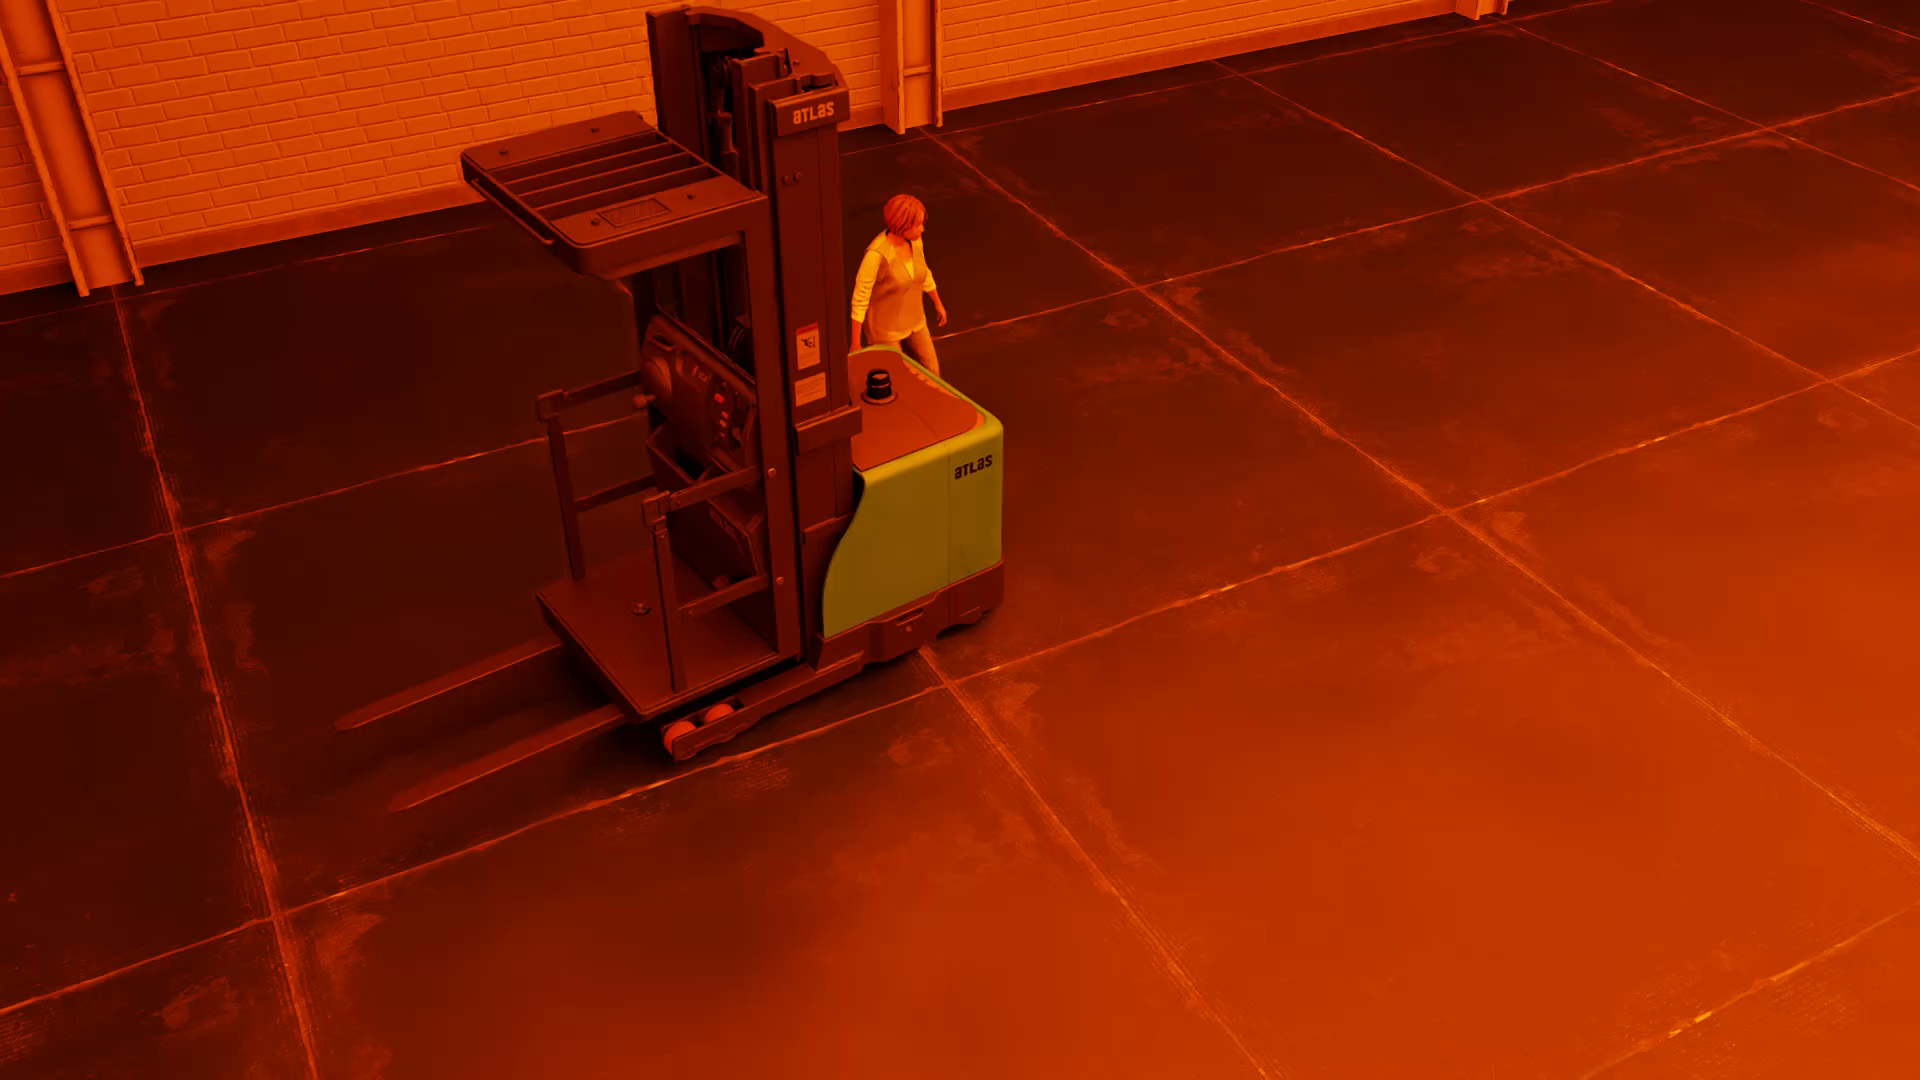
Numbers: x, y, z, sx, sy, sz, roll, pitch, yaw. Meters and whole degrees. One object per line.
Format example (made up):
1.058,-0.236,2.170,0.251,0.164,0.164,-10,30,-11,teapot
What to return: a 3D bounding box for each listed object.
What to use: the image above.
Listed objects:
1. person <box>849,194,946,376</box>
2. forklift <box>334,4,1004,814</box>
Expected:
-0.313,-1.135,8.912,0.346,1.572,0.690,25,42,31,person
-1.277,-0.581,6.945,3.031,2.935,1.130,-23,41,-29,forklift
